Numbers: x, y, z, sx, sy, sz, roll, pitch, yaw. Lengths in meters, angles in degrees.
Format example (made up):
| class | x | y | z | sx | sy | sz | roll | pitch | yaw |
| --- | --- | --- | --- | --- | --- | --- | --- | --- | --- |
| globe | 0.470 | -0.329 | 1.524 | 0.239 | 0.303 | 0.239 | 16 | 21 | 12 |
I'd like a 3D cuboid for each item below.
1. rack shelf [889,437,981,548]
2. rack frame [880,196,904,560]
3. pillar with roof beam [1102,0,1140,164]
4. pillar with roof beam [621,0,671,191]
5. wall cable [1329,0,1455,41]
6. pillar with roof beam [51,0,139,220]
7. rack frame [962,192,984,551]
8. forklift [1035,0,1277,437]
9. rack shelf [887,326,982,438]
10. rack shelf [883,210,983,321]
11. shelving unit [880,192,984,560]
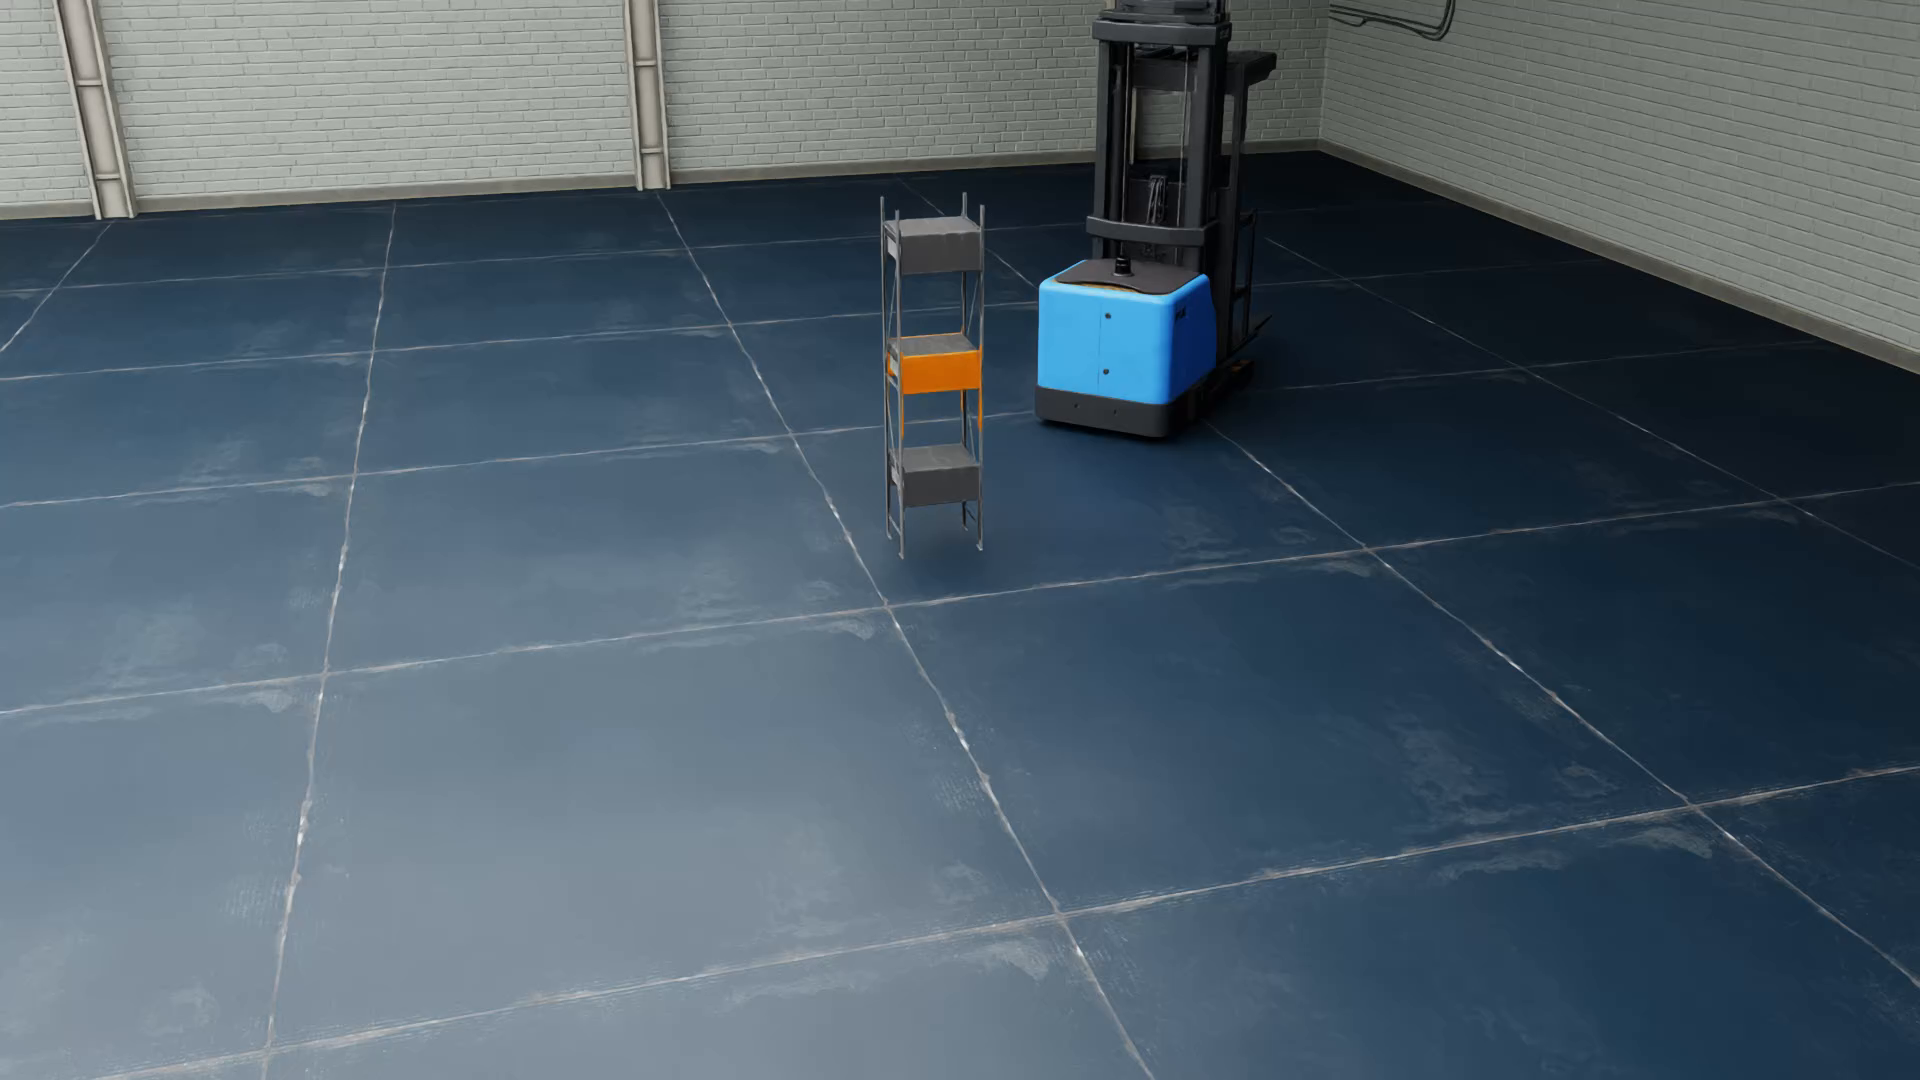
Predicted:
| class | x | y | z | sx | sy | sz | roll | pitch | yaw |
| --- | --- | --- | --- | --- | --- | --- | --- | --- | --- |
| rack shelf | -0.159 | -0.291 | 10.076 | 0.480 | 0.518 | 0.431 | -6 | 24 | -14 |
| rack frame | -0.394 | -0.921 | 9.734 | 0.015 | 2.100 | 0.400 | -6 | 24 | -14 |
| pillar with roof beam | 3.202 | -7.441 | 16.179 | 0.400 | 9.000 | 9.100 | -6 | 24 | -14 |
| pillar with roof beam | -2.575 | -6.802 | 14.689 | 0.400 | 9.000 | 9.100 | -6 | 24 | -14 |
| wall cable | 5.232 | -7.460 | 20.161 | 0.112 | 2.526 | 3.097 | -6 | 24 | -14 |
| pillar with roof beam | -8.352 | -6.162 | 13.200 | 0.400 | 9.000 | 9.100 | -6 | 24 | -14 |
| rack frame | 0.076 | -0.973 | 9.855 | 0.015 | 2.100 | 0.400 | -6 | 24 | -14 |
| forklift | 1.677 | -2.617 | 12.631 | 1.130 | 2.935 | 3.031 | 12 | 26 | 25 |
| rack shelf | -0.159 | -0.935 | 9.800 | 0.480 | 0.518 | 0.431 | -6 | 24 | -14 |
| rack shelf | -0.159 | -1.578 | 9.524 | 0.480 | 0.518 | 0.431 | -6 | 24 | -14 |
| shelving unit | -0.159 | -0.947 | 9.795 | 0.503 | 2.100 | 0.431 | -6 | 24 | -14 |
